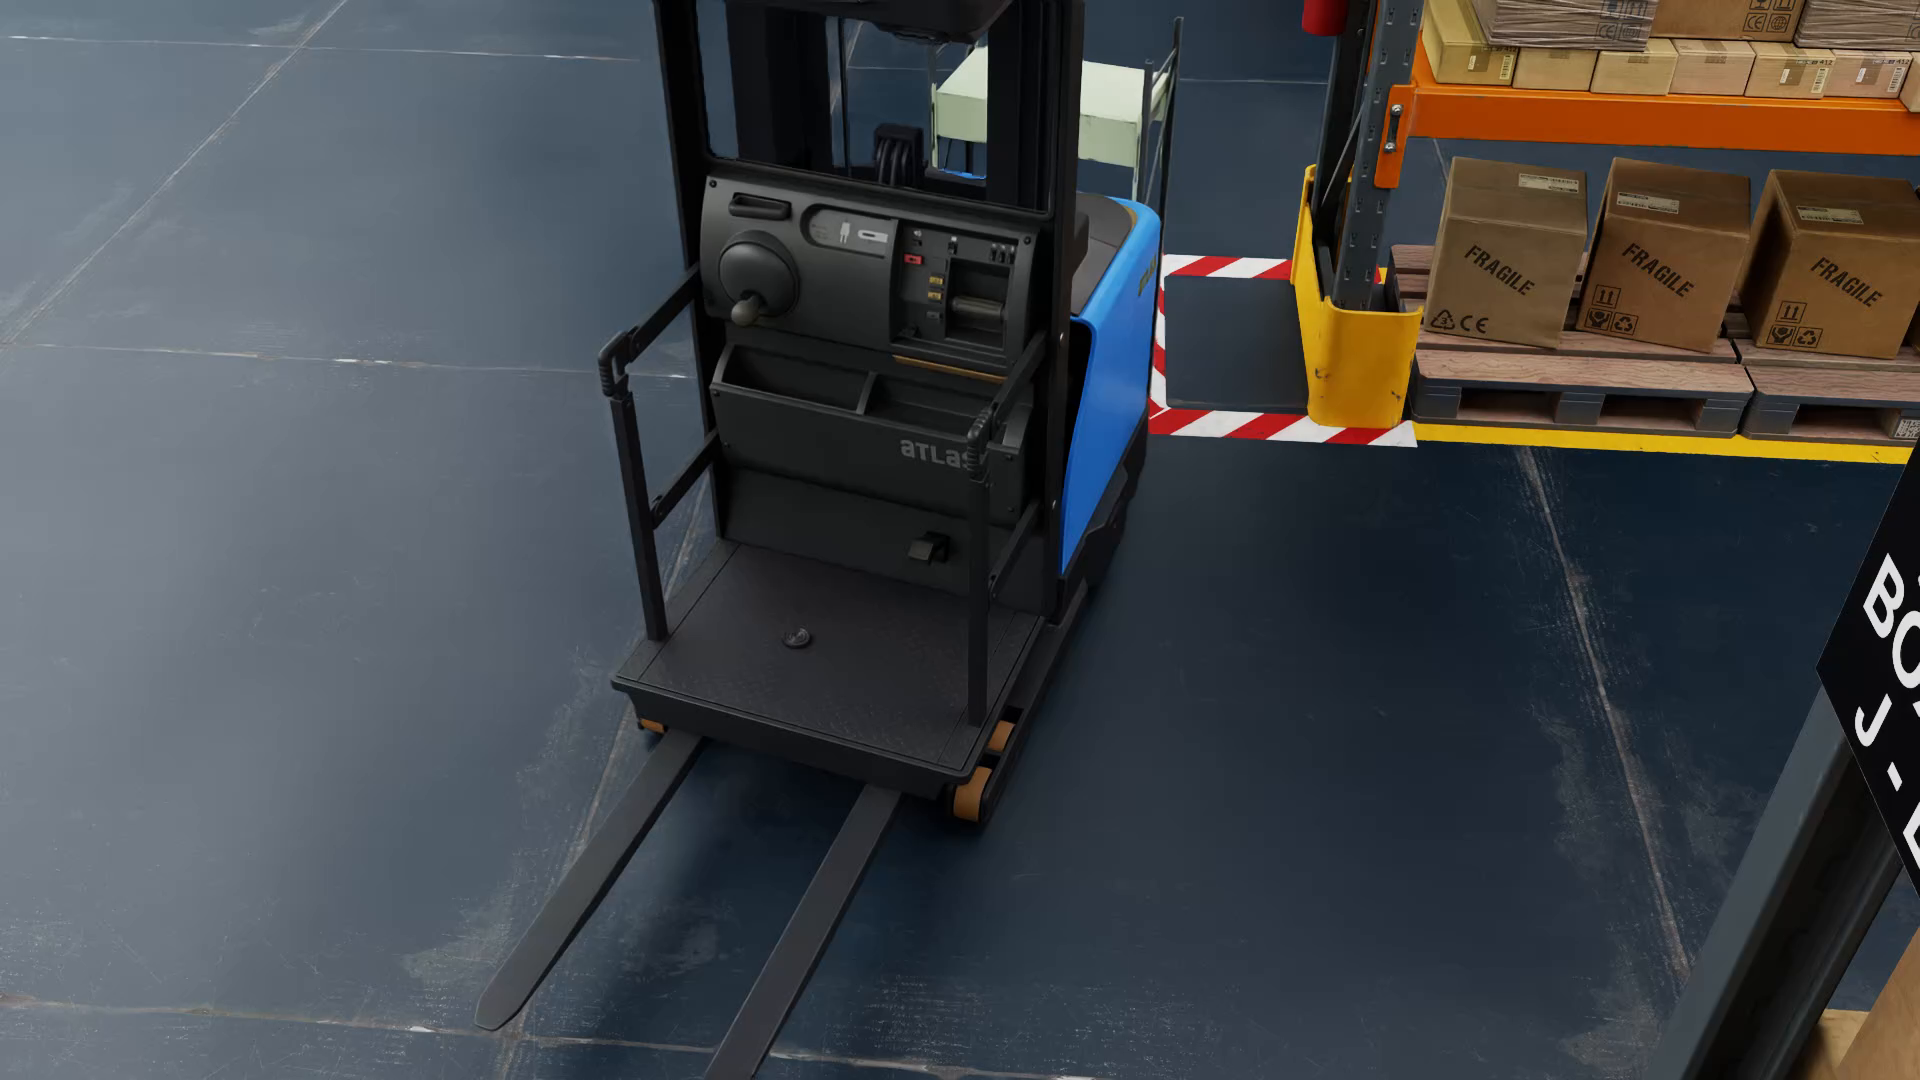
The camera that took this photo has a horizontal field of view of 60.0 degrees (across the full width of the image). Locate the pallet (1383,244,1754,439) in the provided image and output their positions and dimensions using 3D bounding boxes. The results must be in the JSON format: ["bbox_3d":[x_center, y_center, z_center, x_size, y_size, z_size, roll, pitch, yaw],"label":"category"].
[{"bbox_3d":[2.351,-0.806,6.573,1.213,0.211,1.003,3,39,4],"label":"pallet"}]

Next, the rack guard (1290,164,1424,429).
[{"bbox_3d":[1.545,-0.984,6.563,0.348,0.500,1.175,3,39,4],"label":"rack guard"}]

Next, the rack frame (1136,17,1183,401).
[{"bbox_3d":[0.659,-1.029,5.826,0.023,1.500,0.400,13,41,16],"label":"rack frame"}]

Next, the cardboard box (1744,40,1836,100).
[{"bbox_3d":[2.727,-1.628,5.573,0.250,0.149,0.380,3,39,4],"label":"cardboard box"}]

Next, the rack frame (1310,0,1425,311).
[{"bbox_3d":[1.469,-1.958,5.779,0.127,3.000,1.000,3,39,4],"label":"rack frame"}]

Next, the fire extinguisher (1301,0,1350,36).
[{"bbox_3d":[1.395,-2.224,6.168,0.183,0.674,0.296,3,39,4],"label":"fire extinguisher"}]

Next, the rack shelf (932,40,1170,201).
[{"bbox_3d":[0.316,-1.413,5.679,0.720,0.370,0.431,13,41,16],"label":"rack shelf"}]

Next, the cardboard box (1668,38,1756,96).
[{"bbox_3d":[2.478,-1.646,5.595,0.250,0.149,0.380,3,39,4],"label":"cardboard box"}]

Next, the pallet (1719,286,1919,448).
[{"bbox_3d":[3.563,-0.738,6.489,1.213,0.211,1.003,3,39,4],"label":"pallet"}]

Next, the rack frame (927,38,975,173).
[{"bbox_3d":[-0.027,-1.190,6.024,0.023,1.500,0.400,13,41,16],"label":"rack frame"}]

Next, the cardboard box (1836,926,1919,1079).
[{"bbox_3d":[1.307,0.723,1.511,0.550,0.550,0.875,3,39,4],"label":"cardboard box"}]

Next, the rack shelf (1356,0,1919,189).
[{"bbox_3d":[3.461,-1.570,5.873,4.000,0.370,1.077,3,39,4],"label":"rack shelf"}]

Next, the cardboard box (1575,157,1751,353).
[{"bbox_3d":[2.688,-1.096,6.368,0.500,0.500,0.500,13,41,15],"label":"cardboard box"}]

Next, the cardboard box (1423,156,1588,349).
[{"bbox_3d":[2.090,-1.107,6.381,0.500,0.500,0.500,10,40,12],"label":"cardboard box"}]

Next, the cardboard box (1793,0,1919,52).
[{"bbox_3d":[3.017,-2.059,5.588,0.500,0.500,0.875,3,39,4],"label":"cardboard box"}]

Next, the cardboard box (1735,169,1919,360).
[{"bbox_3d":[3.310,-1.050,6.311,0.500,0.500,0.500,7,40,8],"label":"cardboard box"}]

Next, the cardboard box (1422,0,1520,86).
[{"bbox_3d":[1.732,-1.695,5.655,0.250,0.149,0.380,3,39,4],"label":"cardboard box"}]

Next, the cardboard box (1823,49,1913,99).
[{"bbox_3d":[2.978,-1.631,5.577,0.250,0.149,0.380,3,39,4],"label":"cardboard box"}]

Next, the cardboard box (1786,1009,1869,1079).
[{"bbox_3d":[1.314,1.089,1.917,0.550,0.550,0.875,3,39,4],"label":"cardboard box"}]

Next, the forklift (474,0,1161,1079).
[{"bbox_3d":[-0.324,-0.629,4.201,1.130,2.935,3.031,13,41,16],"label":"forklift"}]

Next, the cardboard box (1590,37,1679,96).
[{"bbox_3d":[2.227,-1.646,5.596,0.250,0.149,0.380,3,39,4],"label":"cardboard box"}]

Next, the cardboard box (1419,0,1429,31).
[{"bbox_3d":[1.771,-1.975,5.999,0.250,0.149,0.380,3,39,4],"label":"cardboard box"}]

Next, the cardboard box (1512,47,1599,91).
[{"bbox_3d":[1.980,-1.669,5.624,0.250,0.149,0.380,3,39,4],"label":"cardboard box"}]

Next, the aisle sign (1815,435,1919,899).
[{"bbox_3d":[0.895,-0.045,1.370,0.004,0.787,0.394,3,39,4],"label":"aisle sign"}]

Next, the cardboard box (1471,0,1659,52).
[{"bbox_3d":[2.014,-2.065,5.596,0.500,0.500,0.875,3,39,4],"label":"cardboard box"}]

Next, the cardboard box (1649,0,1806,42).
[{"bbox_3d":[2.523,-2.113,5.655,0.500,0.500,0.875,3,39,4],"label":"cardboard box"}]

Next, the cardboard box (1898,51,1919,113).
[{"bbox_3d":[3.218,-1.552,5.480,0.250,0.149,0.380,3,39,4],"label":"cardboard box"}]

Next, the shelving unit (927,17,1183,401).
[{"bbox_3d":[0.316,-1.110,5.925,0.755,1.500,0.431,13,41,16],"label":"shelving unit"}]

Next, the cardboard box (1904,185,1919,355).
[{"bbox_3d":[3.862,-0.991,6.239,0.500,0.500,0.500,0,39,0],"label":"cardboard box"}]
